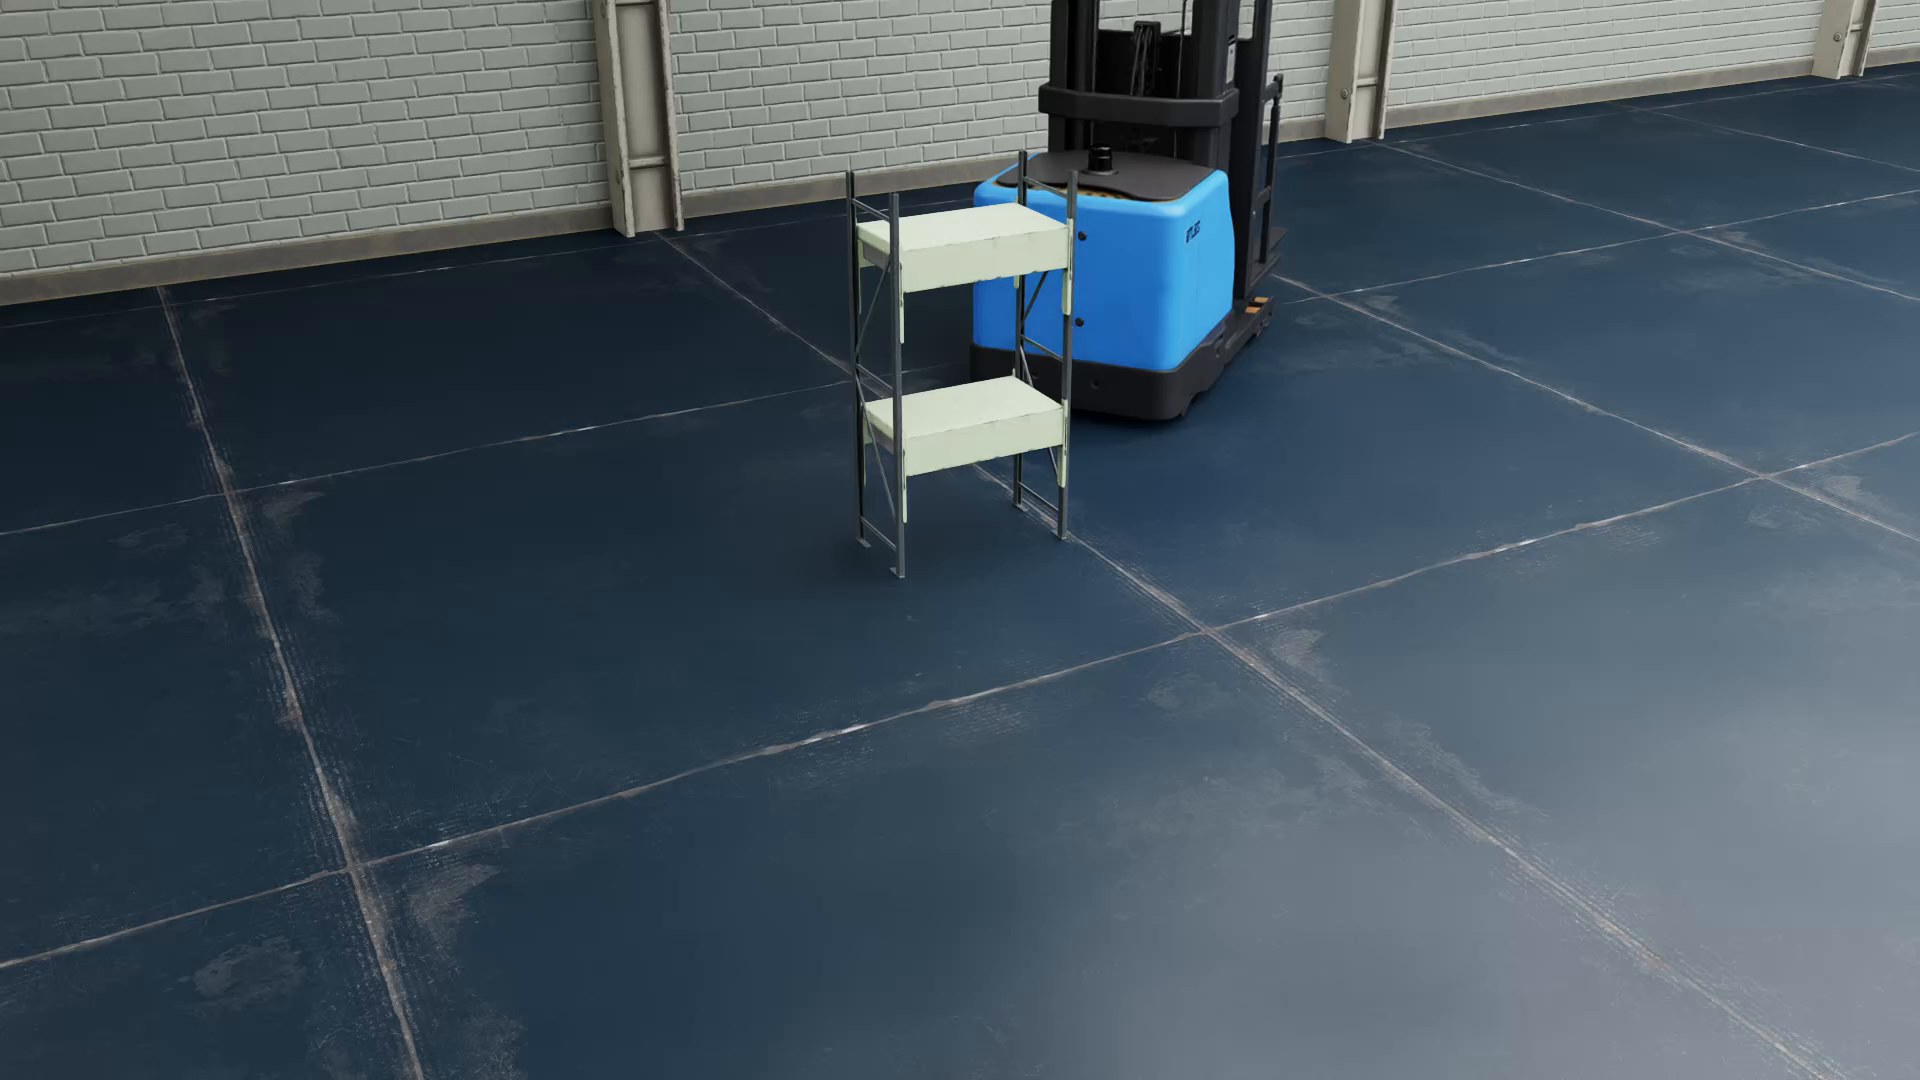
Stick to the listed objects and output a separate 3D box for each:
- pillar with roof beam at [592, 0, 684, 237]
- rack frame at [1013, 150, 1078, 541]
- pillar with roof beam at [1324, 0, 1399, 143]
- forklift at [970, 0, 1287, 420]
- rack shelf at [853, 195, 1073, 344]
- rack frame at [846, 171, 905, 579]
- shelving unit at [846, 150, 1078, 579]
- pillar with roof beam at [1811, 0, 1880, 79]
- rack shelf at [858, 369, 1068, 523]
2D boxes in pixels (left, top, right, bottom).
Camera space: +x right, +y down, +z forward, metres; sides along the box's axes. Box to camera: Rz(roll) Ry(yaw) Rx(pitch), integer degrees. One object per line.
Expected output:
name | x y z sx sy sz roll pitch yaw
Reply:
pillar with roof beam | -0.050 -4.491 5.706 0.400 9.000 9.100 -13 29 -25
rack frame | 0.329 -0.752 6.583 0.023 1.500 0.400 -13 29 -25
pillar with roof beam | 5.244 -5.713 8.252 0.400 9.000 9.100 -13 29 -25
forklift | 1.097 -2.490 8.549 1.130 2.935 3.031 11 28 21
rack shelf | 0.006 -1.029 6.259 0.720 0.370 0.431 -13 29 -25
rack frame | -0.317 -0.603 6.273 0.023 1.500 0.400 -13 29 -25
shelving unit | 0.006 -0.677 6.428 0.755 1.500 0.431 -13 29 -25
pillar with roof beam | 10.538 -6.935 10.797 0.400 9.000 9.100 -13 29 -25
rack shelf | 0.006 -0.384 6.569 0.720 0.370 0.431 -13 29 -25
